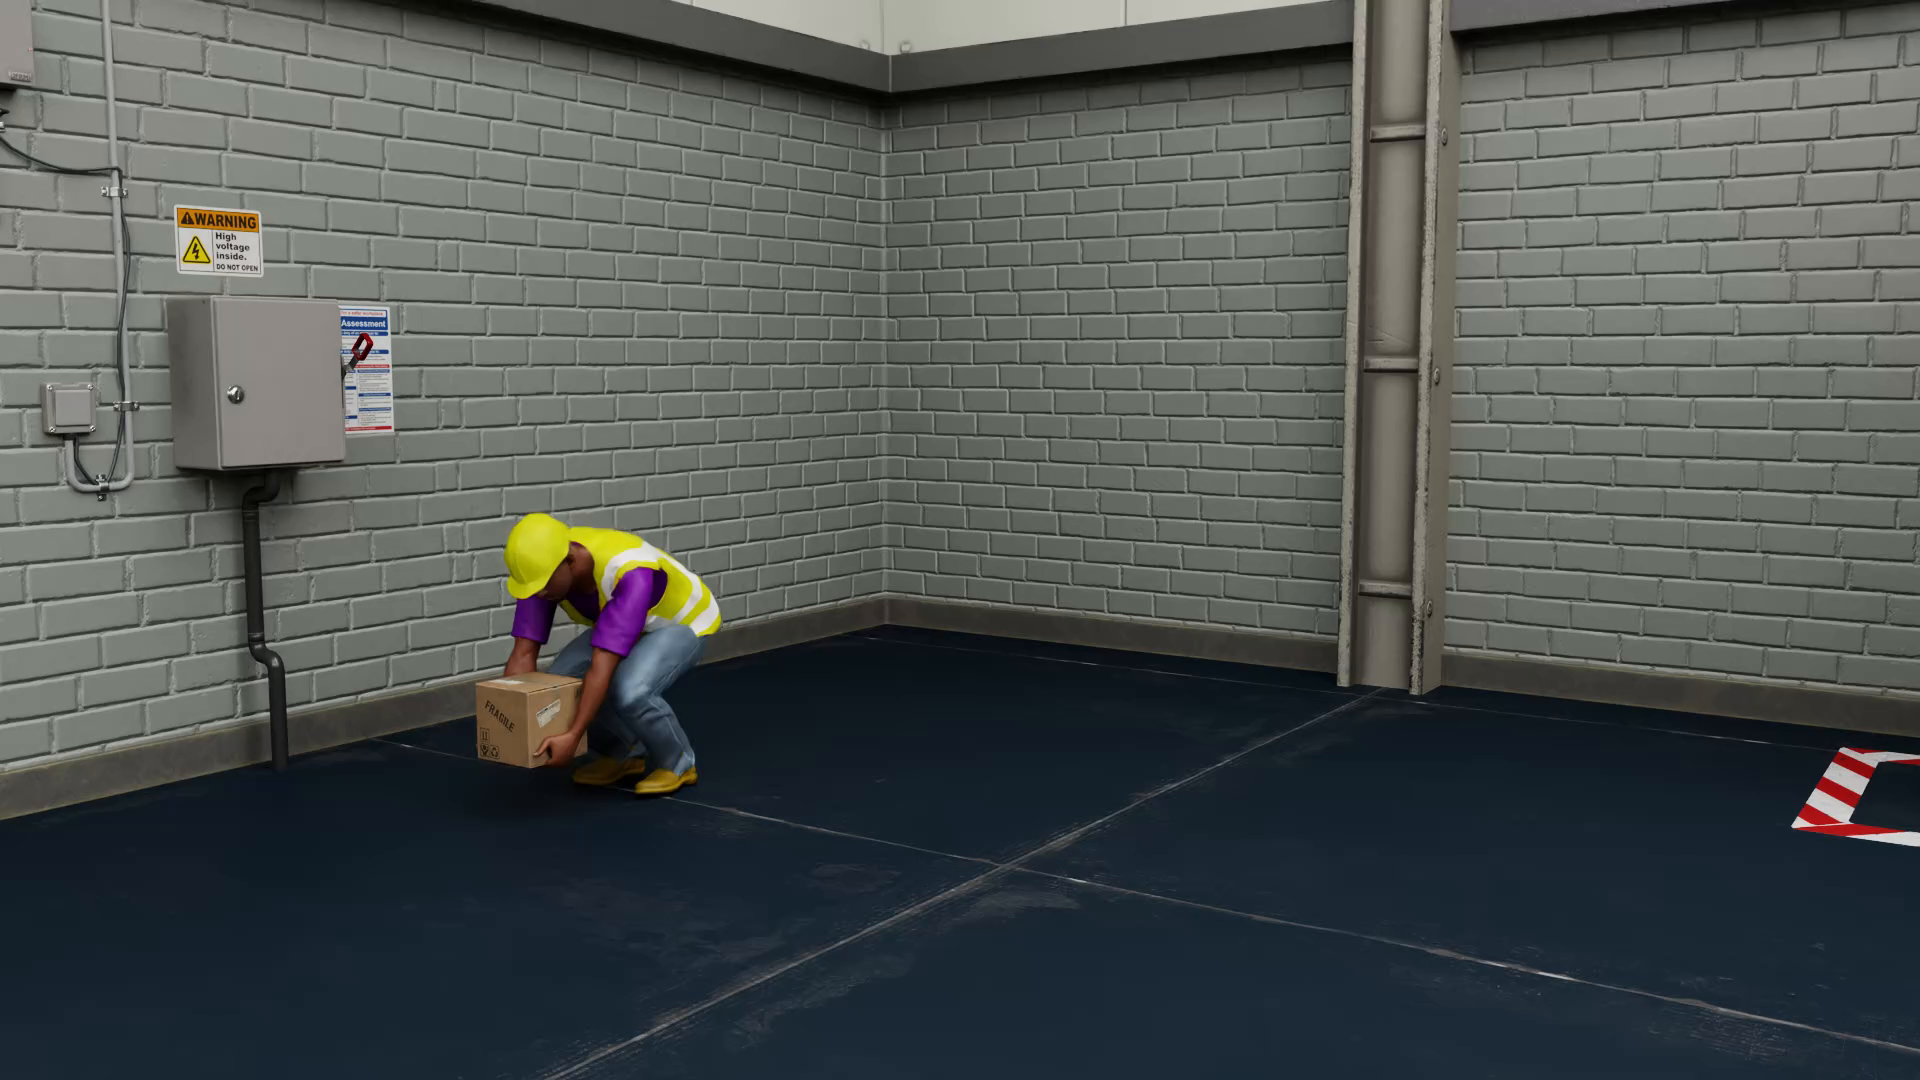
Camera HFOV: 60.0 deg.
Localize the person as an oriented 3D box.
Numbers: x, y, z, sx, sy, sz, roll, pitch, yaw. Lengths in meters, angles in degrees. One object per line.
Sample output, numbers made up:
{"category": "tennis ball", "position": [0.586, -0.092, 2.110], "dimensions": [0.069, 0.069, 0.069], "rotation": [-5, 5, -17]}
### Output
{"category": "person", "position": [-1.196, 0.382, 5.695], "dimensions": [0.534, 1.009, 0.916], "rotation": [4, 7, 32]}
